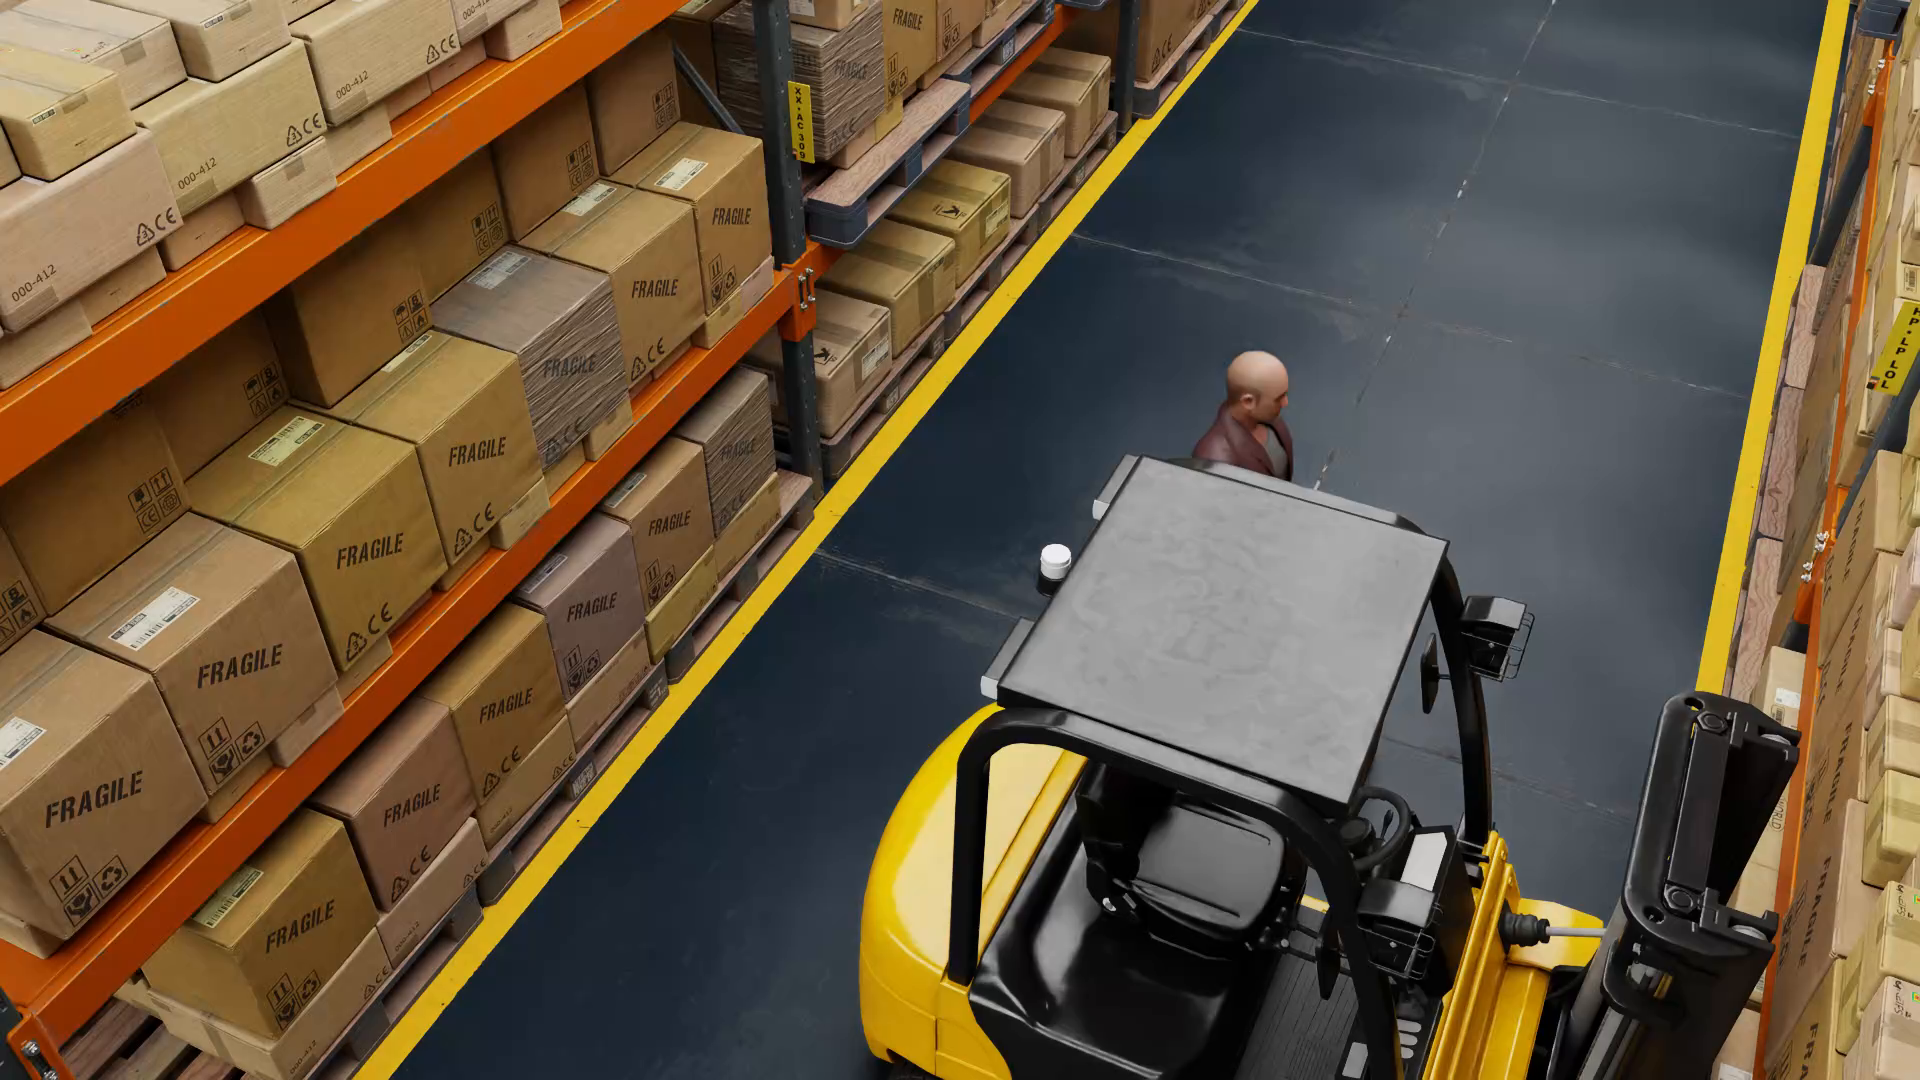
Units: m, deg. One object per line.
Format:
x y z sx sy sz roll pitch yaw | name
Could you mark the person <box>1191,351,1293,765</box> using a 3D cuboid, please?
1.023 0.063 6.104 0.378 1.775 0.562 18 45 19 | person
